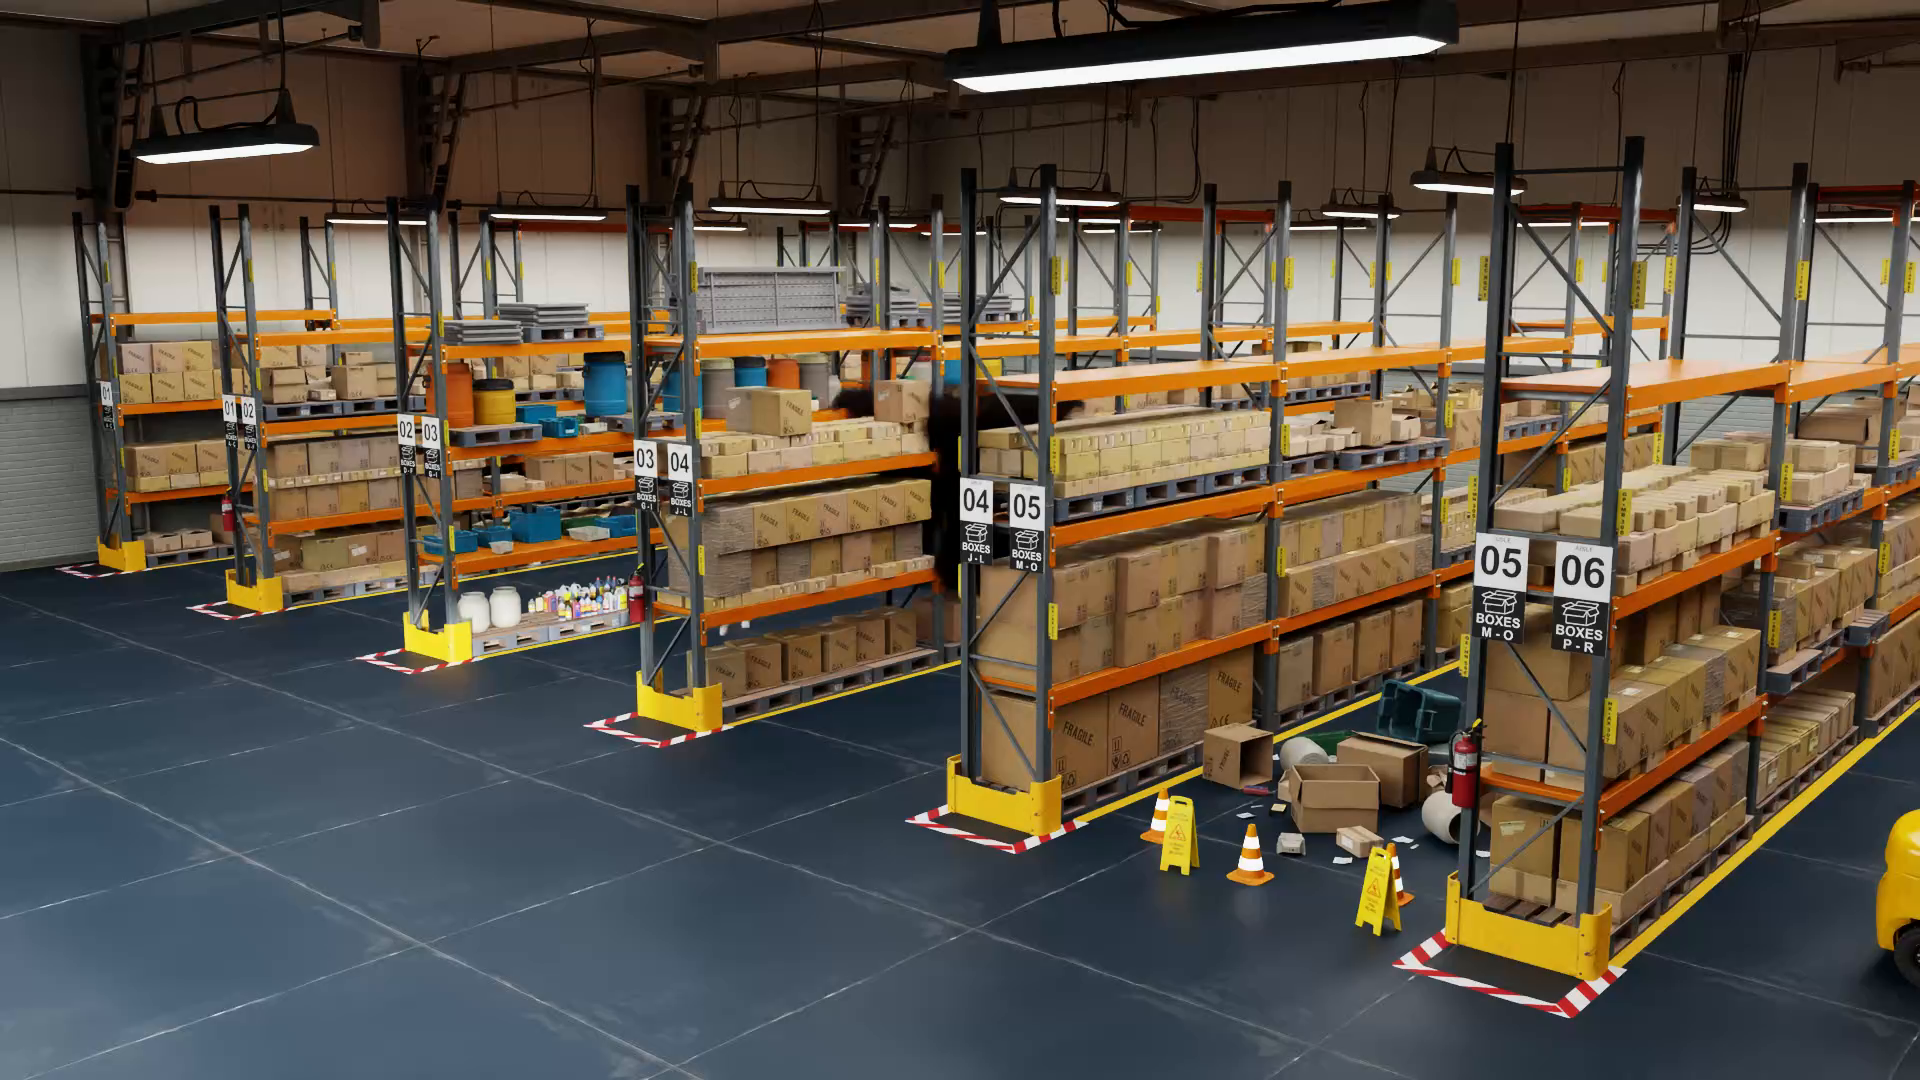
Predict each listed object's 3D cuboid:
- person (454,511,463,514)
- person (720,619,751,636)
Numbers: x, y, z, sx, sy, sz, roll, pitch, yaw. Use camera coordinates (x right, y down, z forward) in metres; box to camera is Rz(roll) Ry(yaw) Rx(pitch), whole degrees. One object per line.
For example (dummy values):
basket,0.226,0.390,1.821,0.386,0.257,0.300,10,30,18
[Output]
person,-9.576,-0.901,31.683,0.588,1.626,0.478,3,10,20
person,-2.941,0.342,22.337,0.629,1.857,0.417,-2,10,-14
